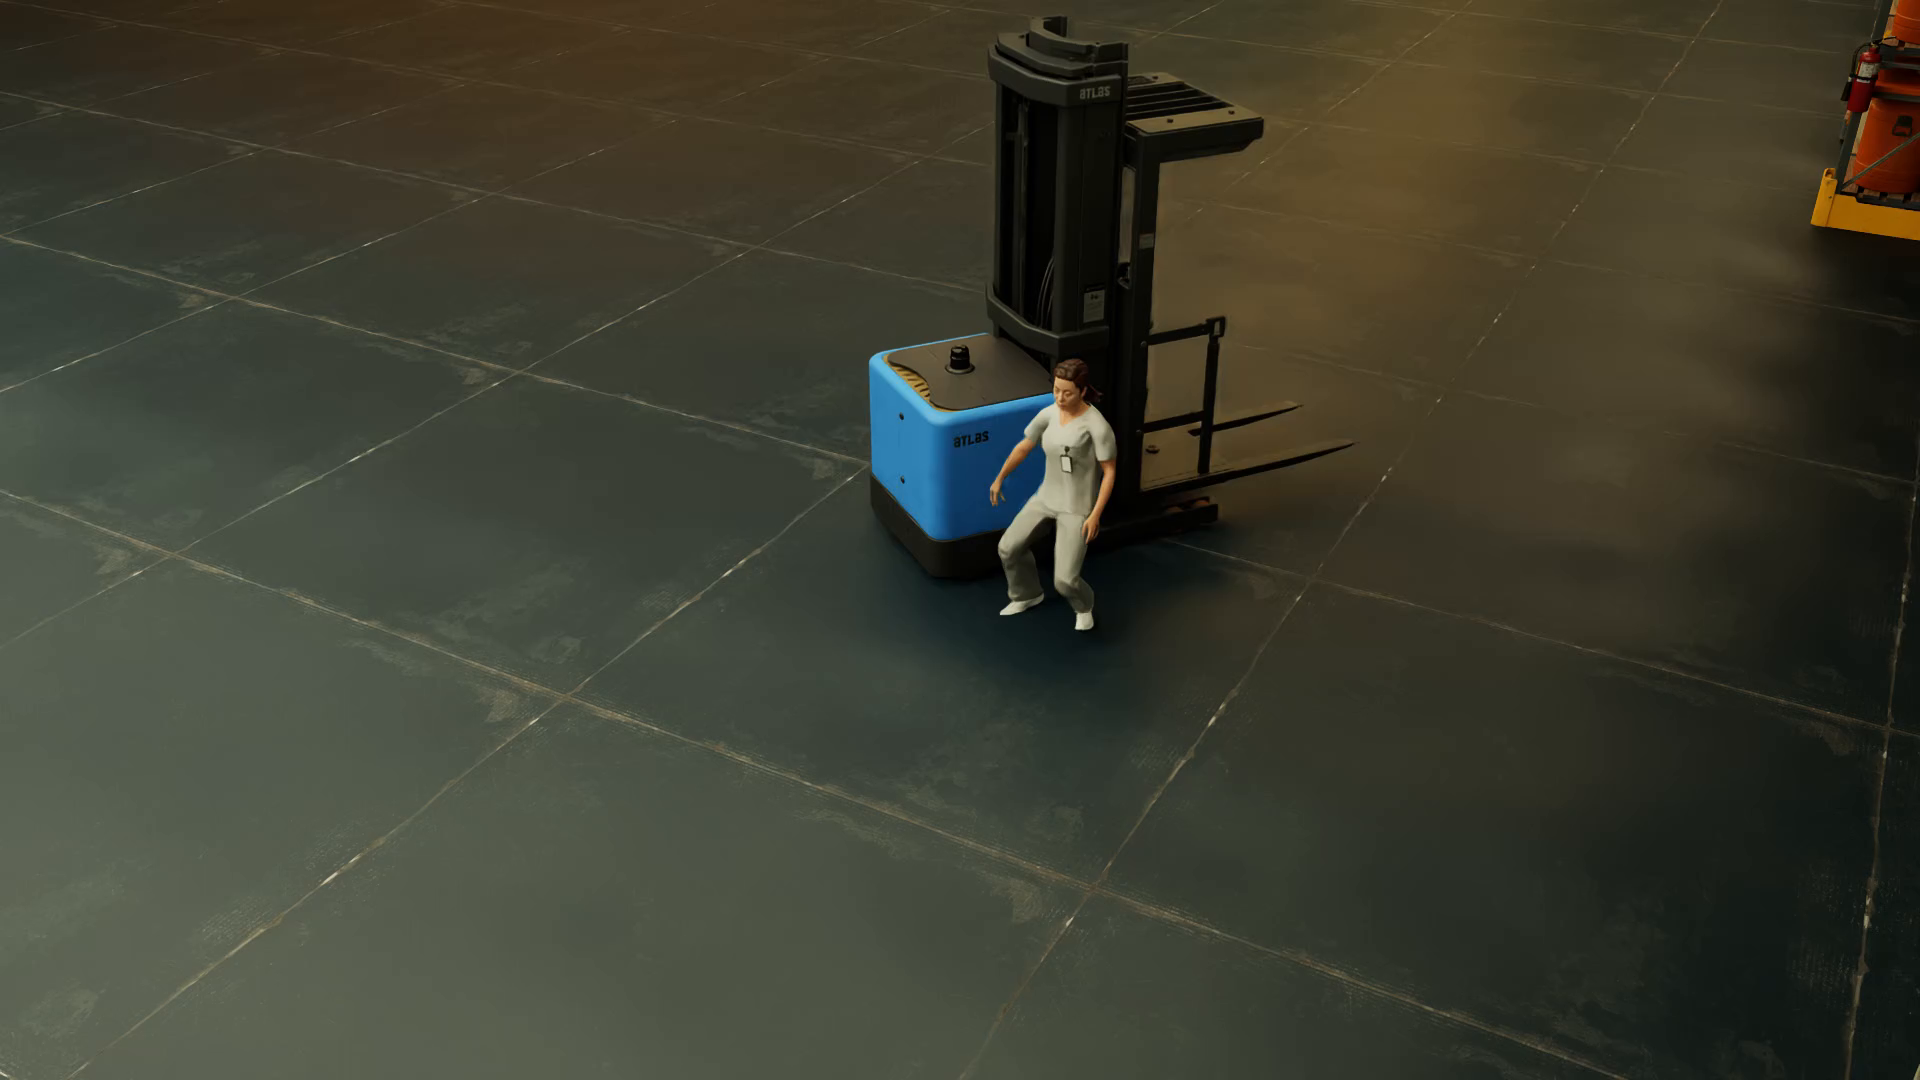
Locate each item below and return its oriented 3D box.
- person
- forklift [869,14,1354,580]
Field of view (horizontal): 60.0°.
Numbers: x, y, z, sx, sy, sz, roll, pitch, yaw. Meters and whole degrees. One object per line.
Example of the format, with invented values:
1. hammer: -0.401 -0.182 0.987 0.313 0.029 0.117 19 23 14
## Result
1. person: 0.511 -0.201 8.827 0.478 1.624 0.723 -24 38 -35
2. forklift: 1.011 -1.530 9.721 3.031 2.935 1.130 -13 32 -21
